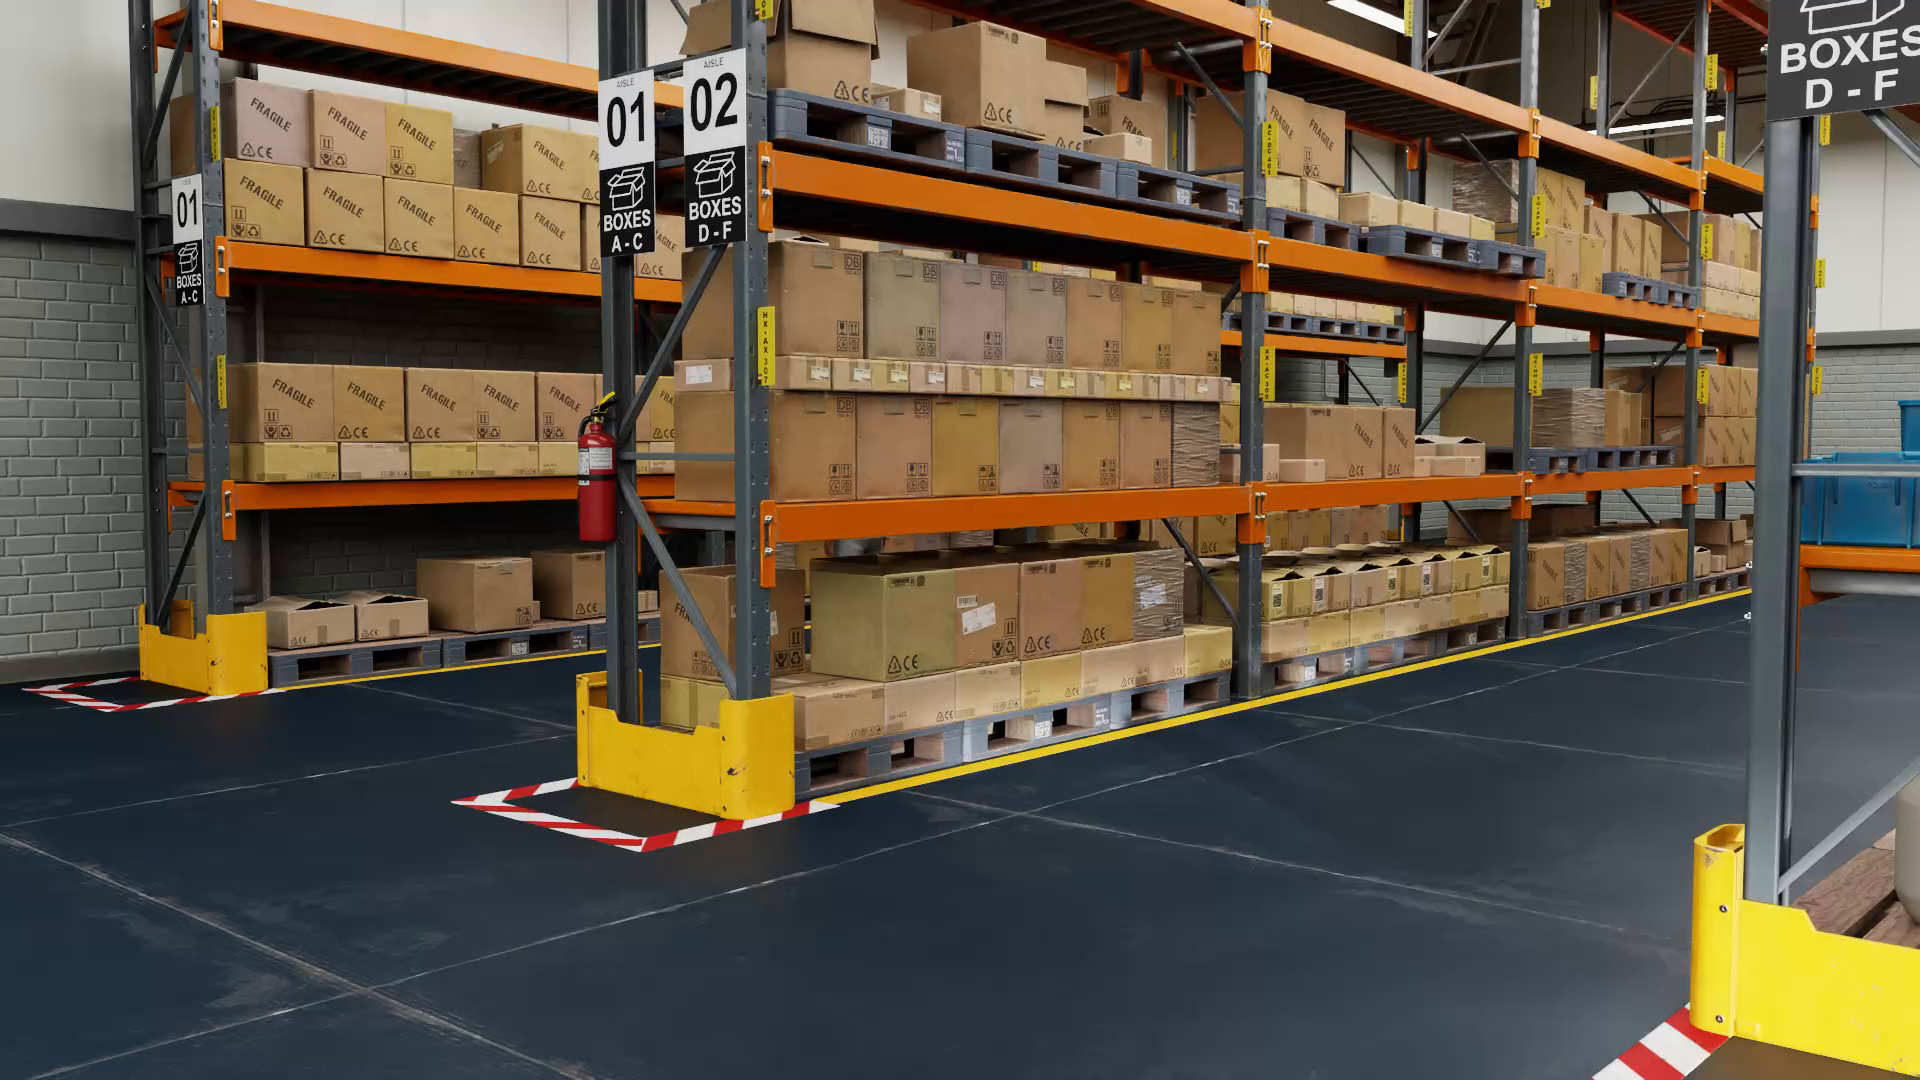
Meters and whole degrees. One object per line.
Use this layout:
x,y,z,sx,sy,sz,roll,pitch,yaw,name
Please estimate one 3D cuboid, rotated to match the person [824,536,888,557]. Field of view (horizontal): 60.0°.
-0.764,-0.048,12.387,0.458,1.758,0.626,3,5,41,person
